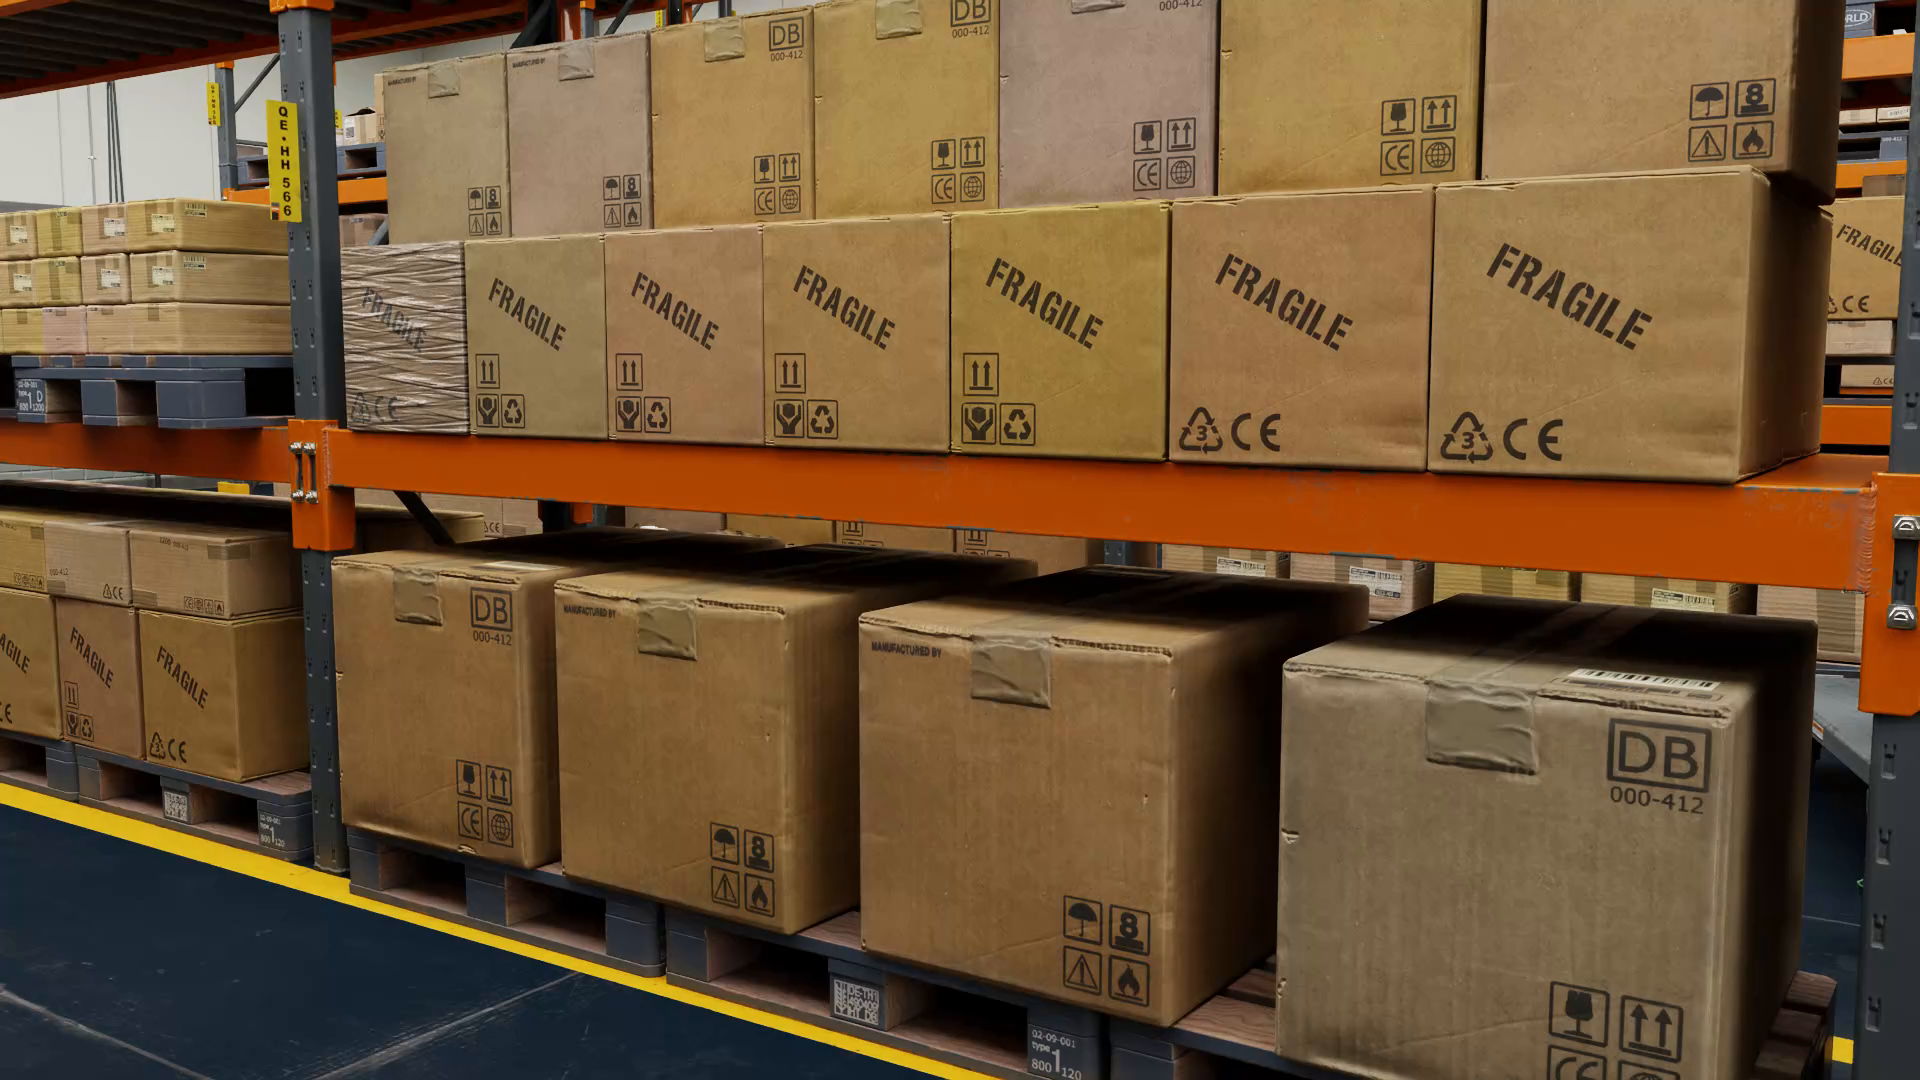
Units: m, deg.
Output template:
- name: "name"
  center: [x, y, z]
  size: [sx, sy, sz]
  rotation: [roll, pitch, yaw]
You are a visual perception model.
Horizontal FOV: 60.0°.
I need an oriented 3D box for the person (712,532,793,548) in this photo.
- name: "person"
  center: [-1.001, 0.362, 7.062]
  size: [0.983, 0.791, 0.508]
  rotation: [4, 7, 32]
